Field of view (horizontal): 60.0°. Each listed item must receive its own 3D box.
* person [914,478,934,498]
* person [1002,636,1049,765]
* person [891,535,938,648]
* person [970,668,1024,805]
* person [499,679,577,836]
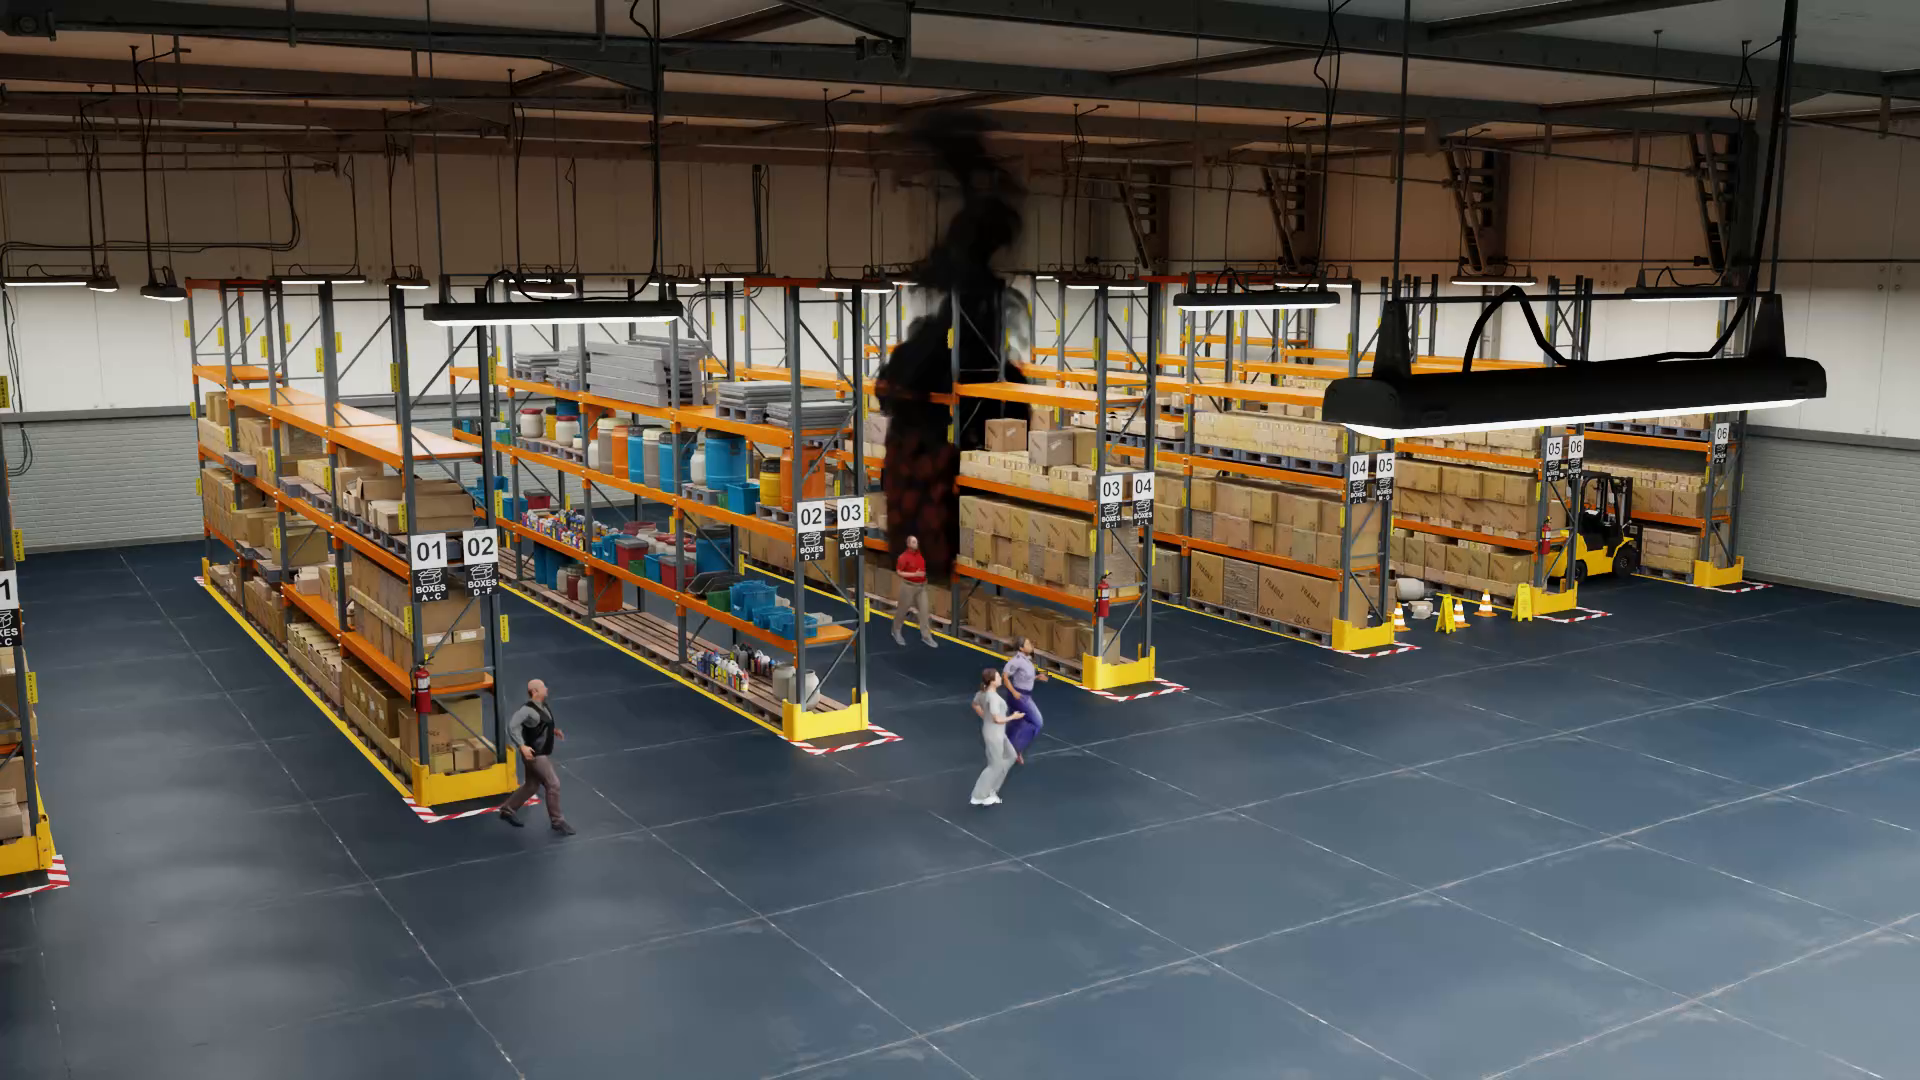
[{"bbox_3d":[-0.659,-0.483,35.657,0.727,1.731,0.661,-7,12,-38],"label":"person"},{"bbox_3d":[0.807,2.026,21.123,0.636,1.644,0.580,0,10,3],"label":"person"},{"bbox_3d":[-0.730,0.811,26.208,0.898,1.781,0.659,9,13,43],"label":"person"},{"bbox_3d":[0.429,2.293,19.397,0.628,1.667,0.547,-1,10,-7],"label":"person"},{"bbox_3d":[-4.724,2.413,18.520,0.877,1.757,0.663,-1,10,-4],"label":"person"}]
